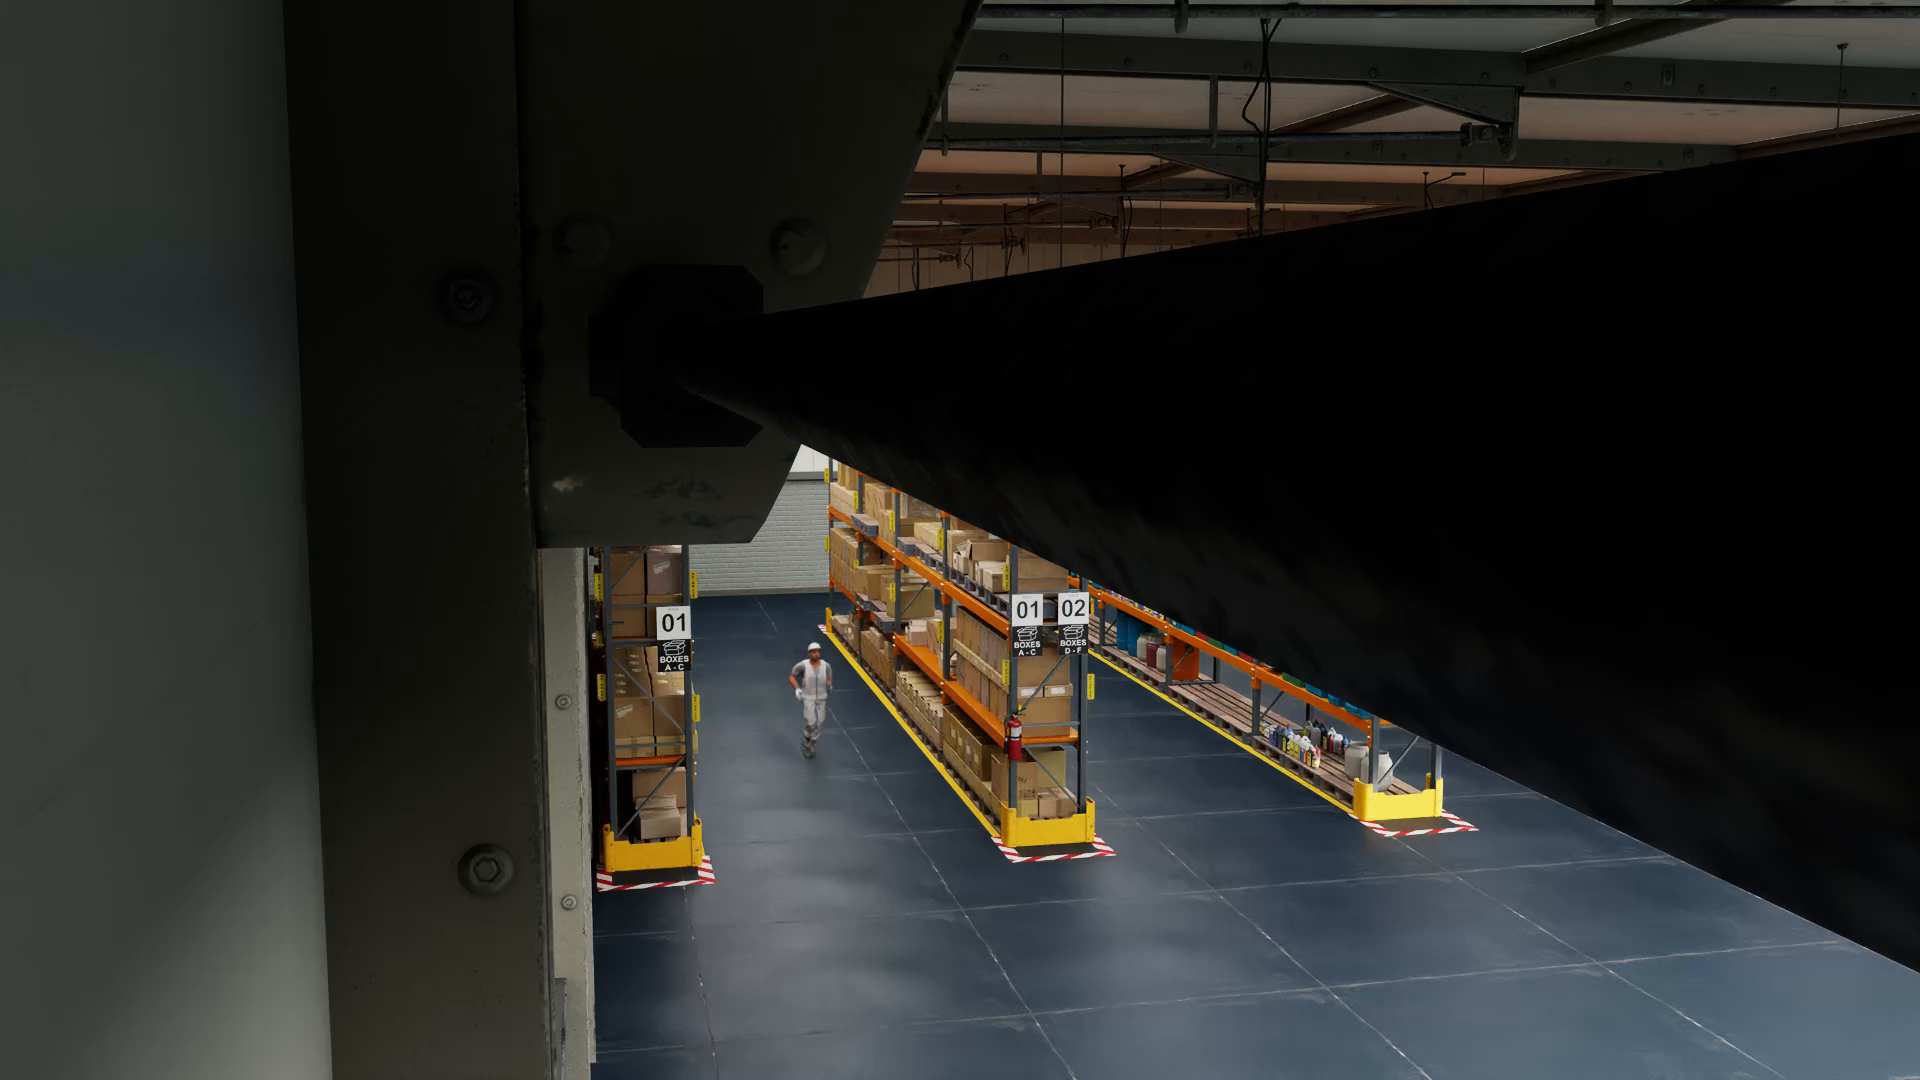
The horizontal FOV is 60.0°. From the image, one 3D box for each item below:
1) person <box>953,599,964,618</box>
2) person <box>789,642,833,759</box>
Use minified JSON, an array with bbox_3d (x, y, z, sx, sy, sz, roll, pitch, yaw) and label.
[{"bbox_3d":[-0.052,1.386,35.324,0.529,1.557,0.573,-3,7,-24],"label":"person"},{"bbox_3d":[-2.200,2.430,25.149,0.634,1.768,0.670,-3,7,-24],"label":"person"}]
